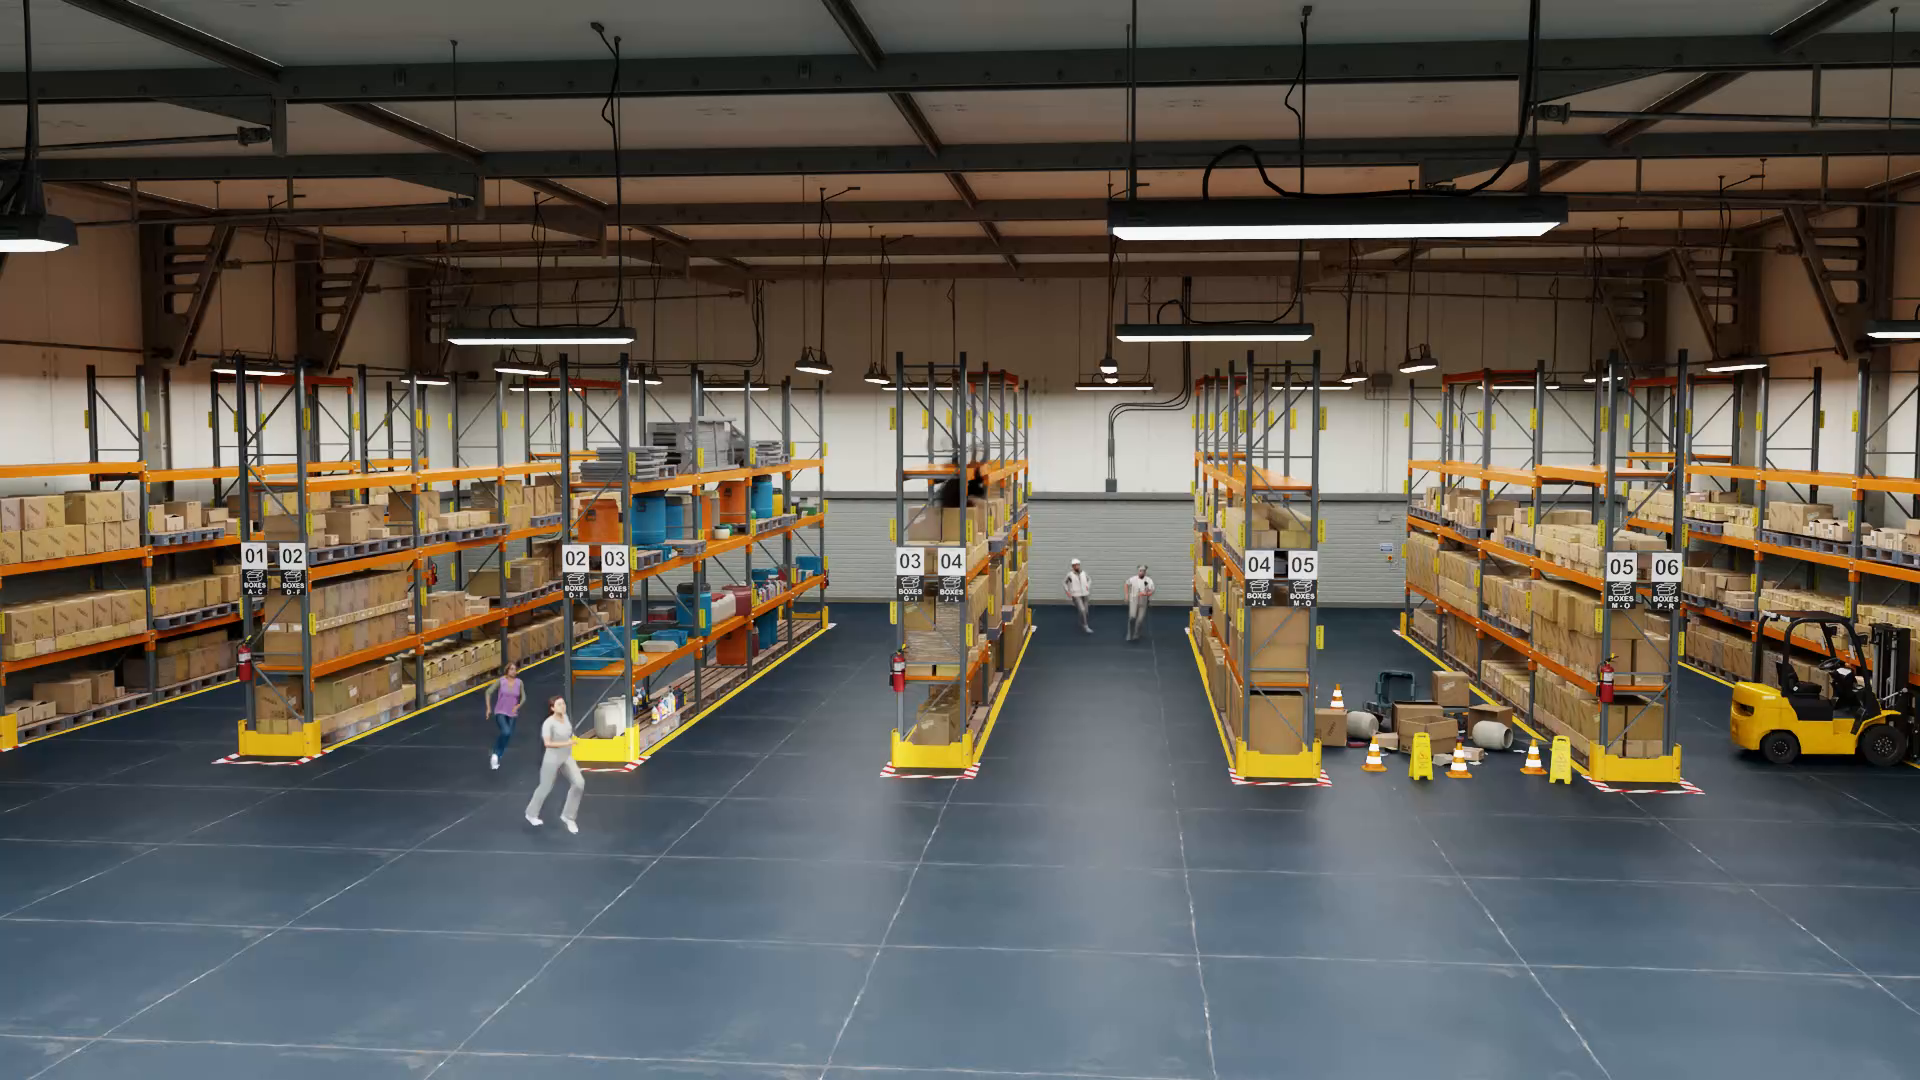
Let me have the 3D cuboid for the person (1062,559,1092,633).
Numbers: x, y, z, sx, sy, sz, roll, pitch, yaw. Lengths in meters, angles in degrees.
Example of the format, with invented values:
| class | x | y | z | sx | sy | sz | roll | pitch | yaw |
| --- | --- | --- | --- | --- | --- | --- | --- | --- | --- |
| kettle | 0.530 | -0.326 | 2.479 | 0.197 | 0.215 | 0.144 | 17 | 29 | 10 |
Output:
| class | x | y | z | sx | sy | sz | roll | pitch | yaw |
| --- | --- | --- | --- | --- | --- | --- | --- | --- | --- |
| person | 2.823 | 1.318 | 39.562 | 0.712 | 1.736 | 0.820 | -1 | 4 | -15 |

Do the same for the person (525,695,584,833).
| class | x | y | z | sx | sy | sz | roll | pitch | yaw |
| --- | --- | --- | --- | --- | --- | --- | --- | --- | --- |
| person | -4.933 | 2.726 | 20.341 | 0.876 | 1.696 | 0.570 | 3 | 5 | 35 |

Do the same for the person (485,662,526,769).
| class | x | y | z | sx | sy | sz | roll | pitch | yaw |
| --- | --- | --- | --- | --- | --- | --- | --- | --- | --- |
| person | -6.502 | 2.529 | 23.907 | 0.548 | 1.534 | 0.560 | -2 | 5 | -31 |

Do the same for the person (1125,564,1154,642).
| class | x | y | z | sx | sy | sz | roll | pitch | yaw |
| --- | --- | --- | --- | --- | --- | --- | --- | --- | --- |
| person | 4.104 | 1.436 | 37.959 | 0.661 | 1.773 | 0.650 | 0 | 4 | 3 |
